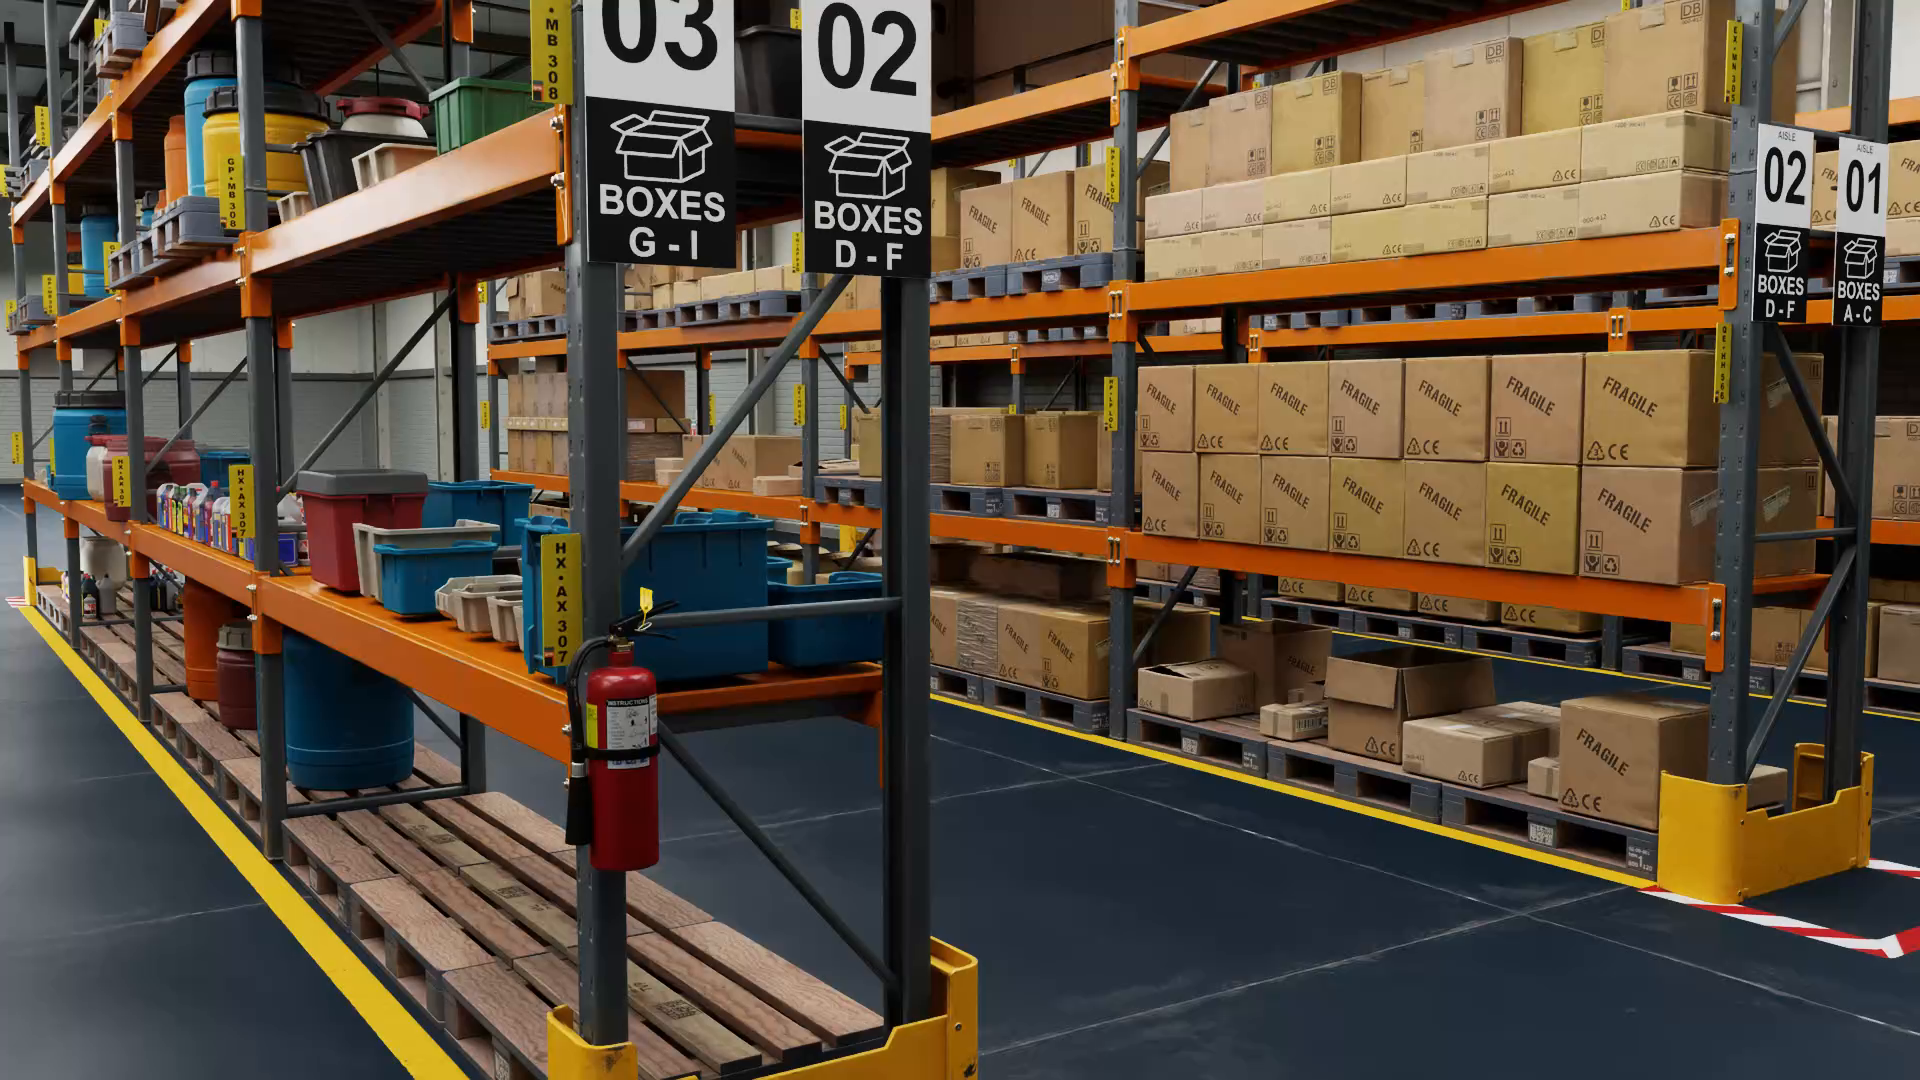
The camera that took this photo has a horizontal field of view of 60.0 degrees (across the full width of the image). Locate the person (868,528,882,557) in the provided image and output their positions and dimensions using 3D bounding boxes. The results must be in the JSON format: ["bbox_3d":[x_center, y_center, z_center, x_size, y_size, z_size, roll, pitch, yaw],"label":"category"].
[{"bbox_3d":[-0.674,-0.118,16.324,0.566,1.791,0.396,-3,5,-32],"label":"person"}]
